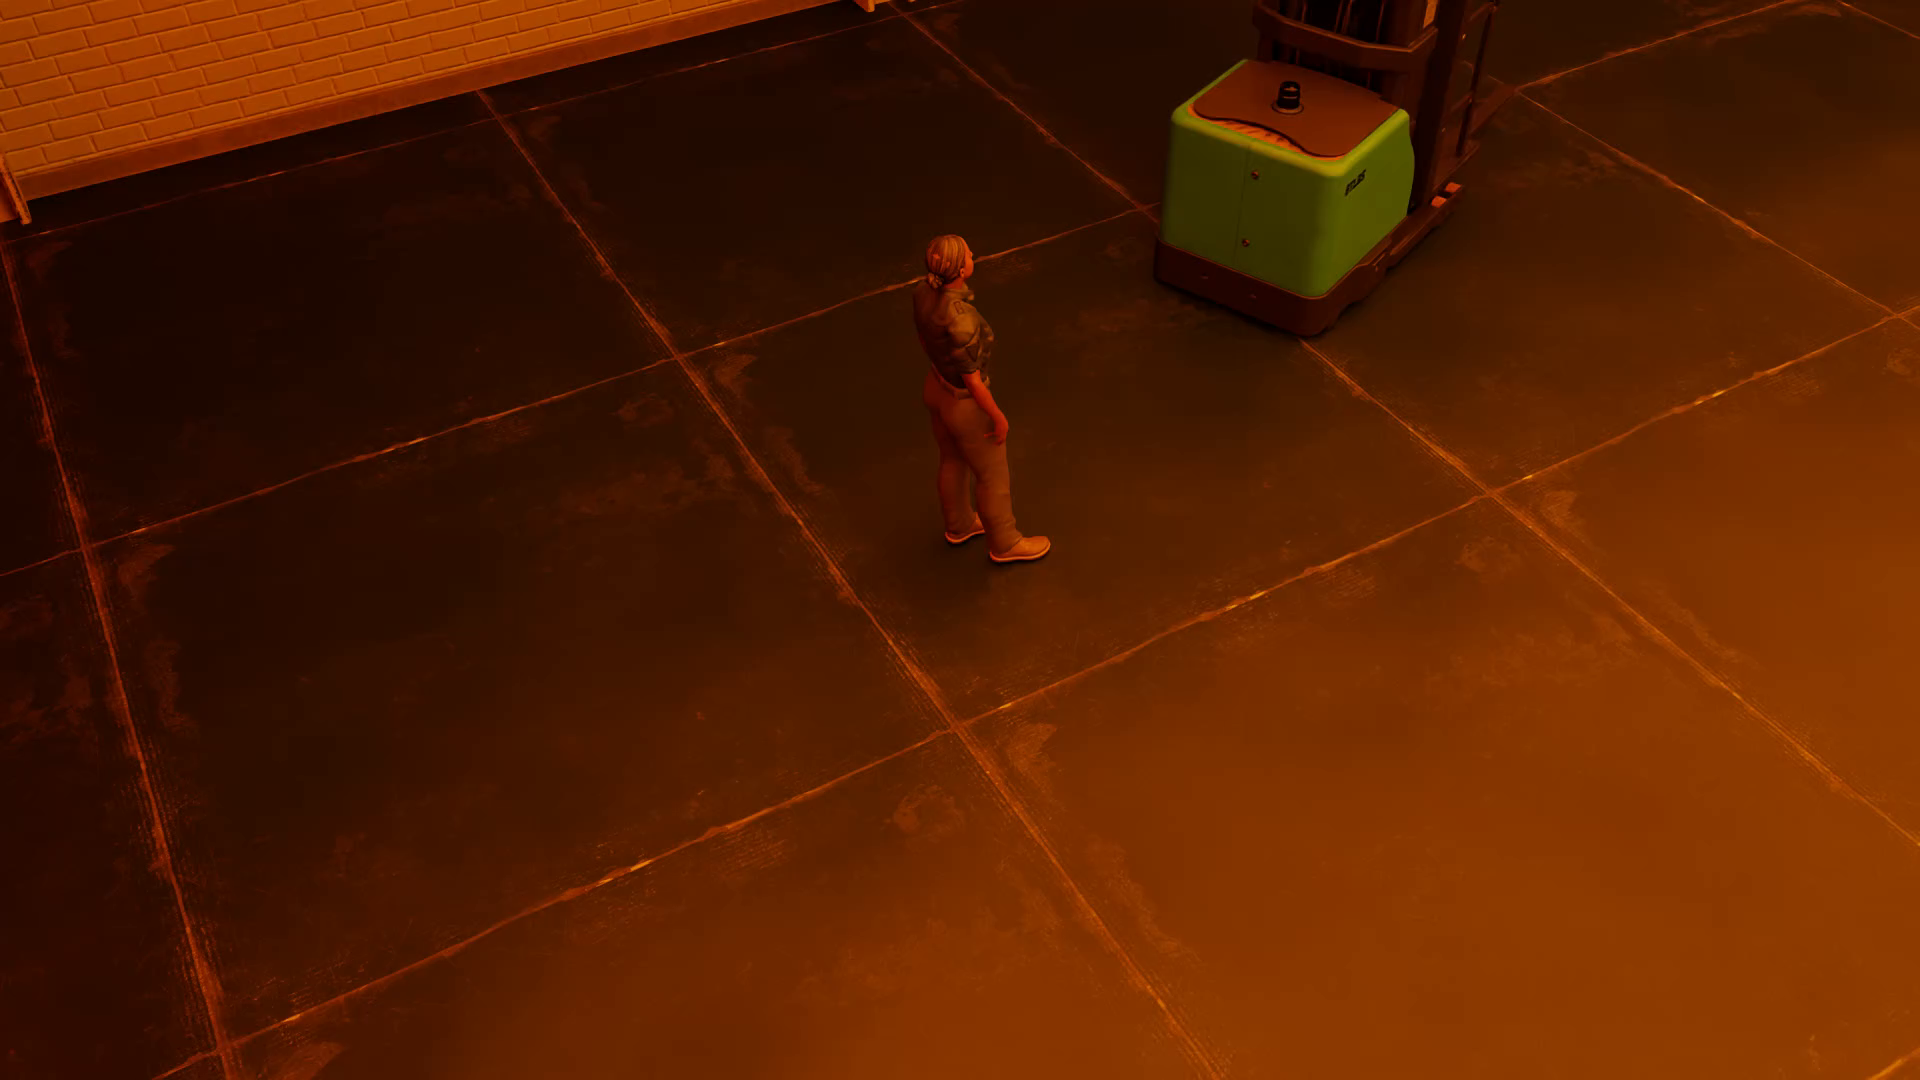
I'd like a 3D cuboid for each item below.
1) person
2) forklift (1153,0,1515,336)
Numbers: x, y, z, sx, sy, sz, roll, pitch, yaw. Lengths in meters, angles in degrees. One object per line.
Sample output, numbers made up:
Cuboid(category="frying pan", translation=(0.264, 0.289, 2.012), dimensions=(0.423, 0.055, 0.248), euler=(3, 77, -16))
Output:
Cuboid(category="person", translation=(0.086, -0.630, 7.306), dimensions=(0.503, 1.656, 0.570), euler=(-21, 47, -21))
Cuboid(category="forklift", translation=(2.377, -3.126, 9.068), dimensions=(1.130, 2.935, 3.031), euler=(27, 49, 26))
